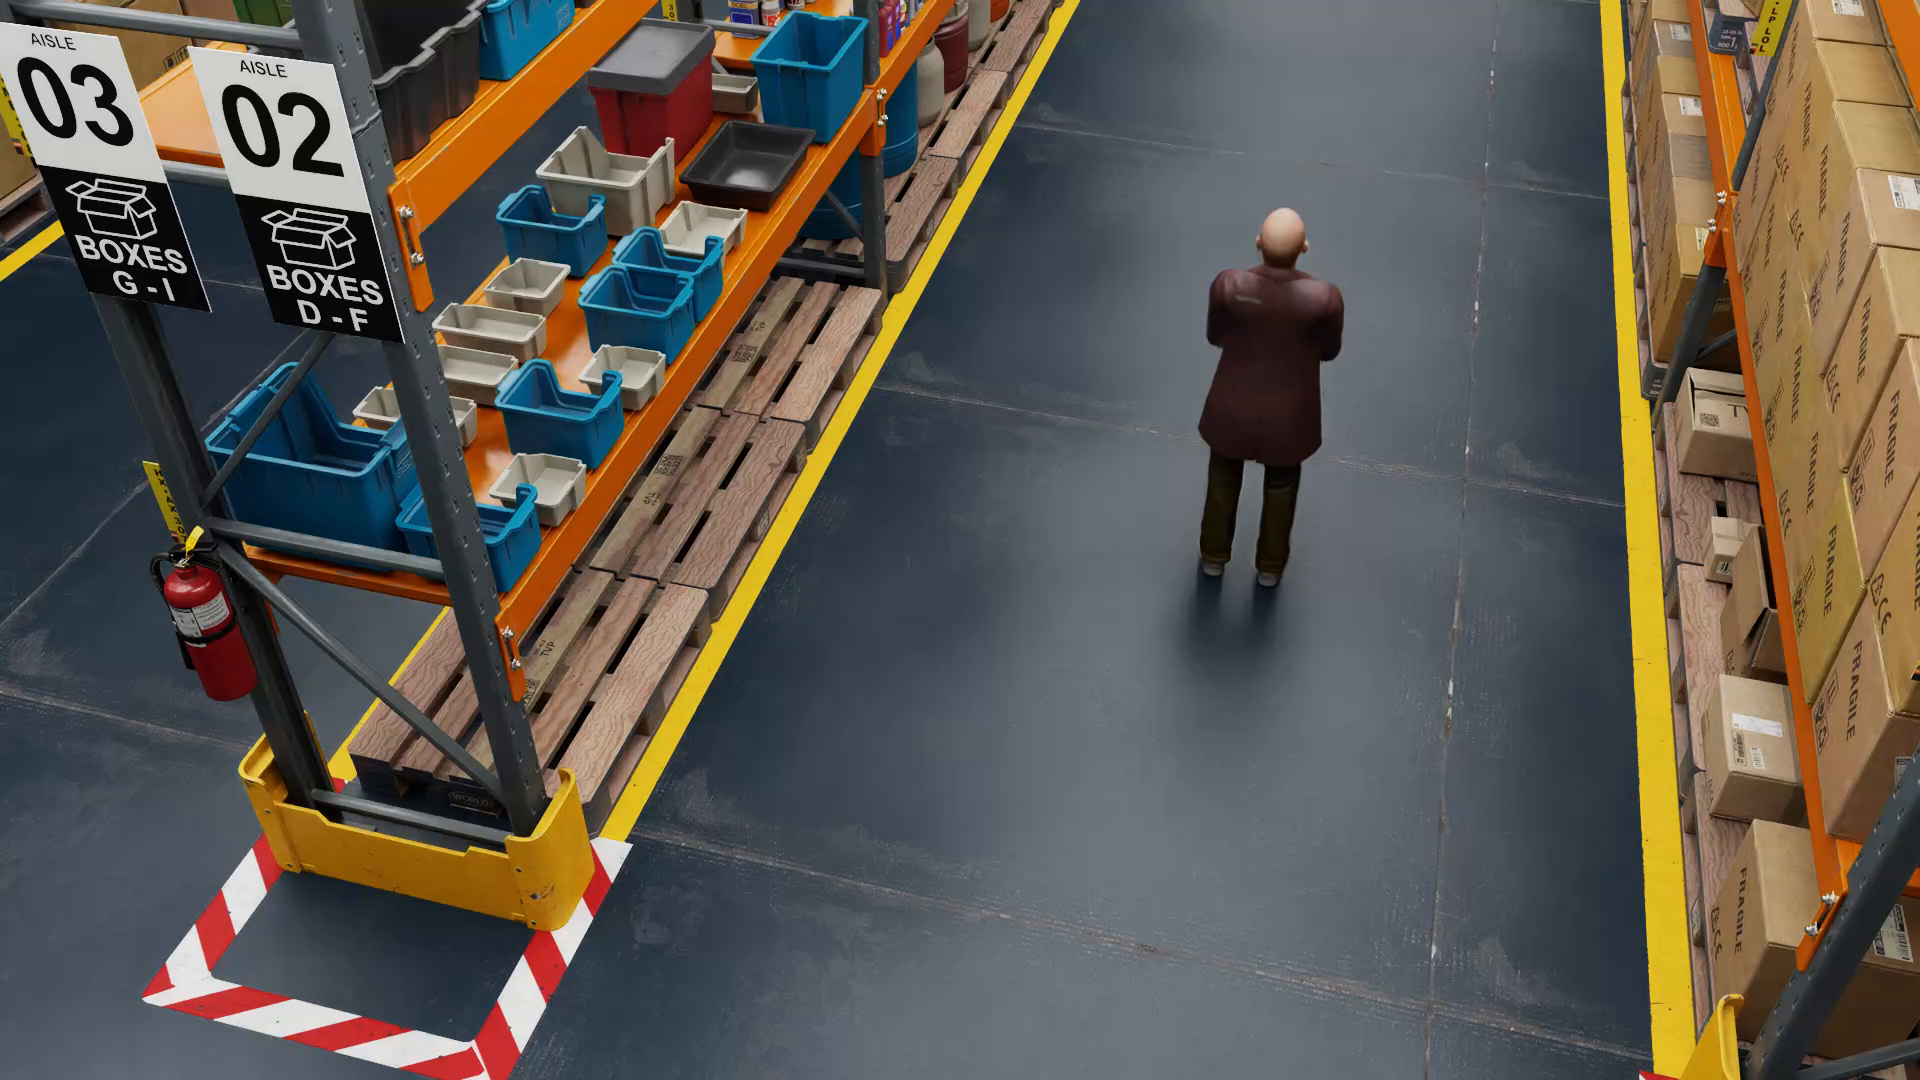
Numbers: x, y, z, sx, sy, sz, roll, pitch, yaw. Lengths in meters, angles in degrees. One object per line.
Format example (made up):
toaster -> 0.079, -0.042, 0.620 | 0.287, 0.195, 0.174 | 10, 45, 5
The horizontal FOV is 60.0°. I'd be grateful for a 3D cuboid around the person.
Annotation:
person -> 1.275, -0.641, 6.916 | 0.542, 1.779, 0.541 | 10, 41, 11
